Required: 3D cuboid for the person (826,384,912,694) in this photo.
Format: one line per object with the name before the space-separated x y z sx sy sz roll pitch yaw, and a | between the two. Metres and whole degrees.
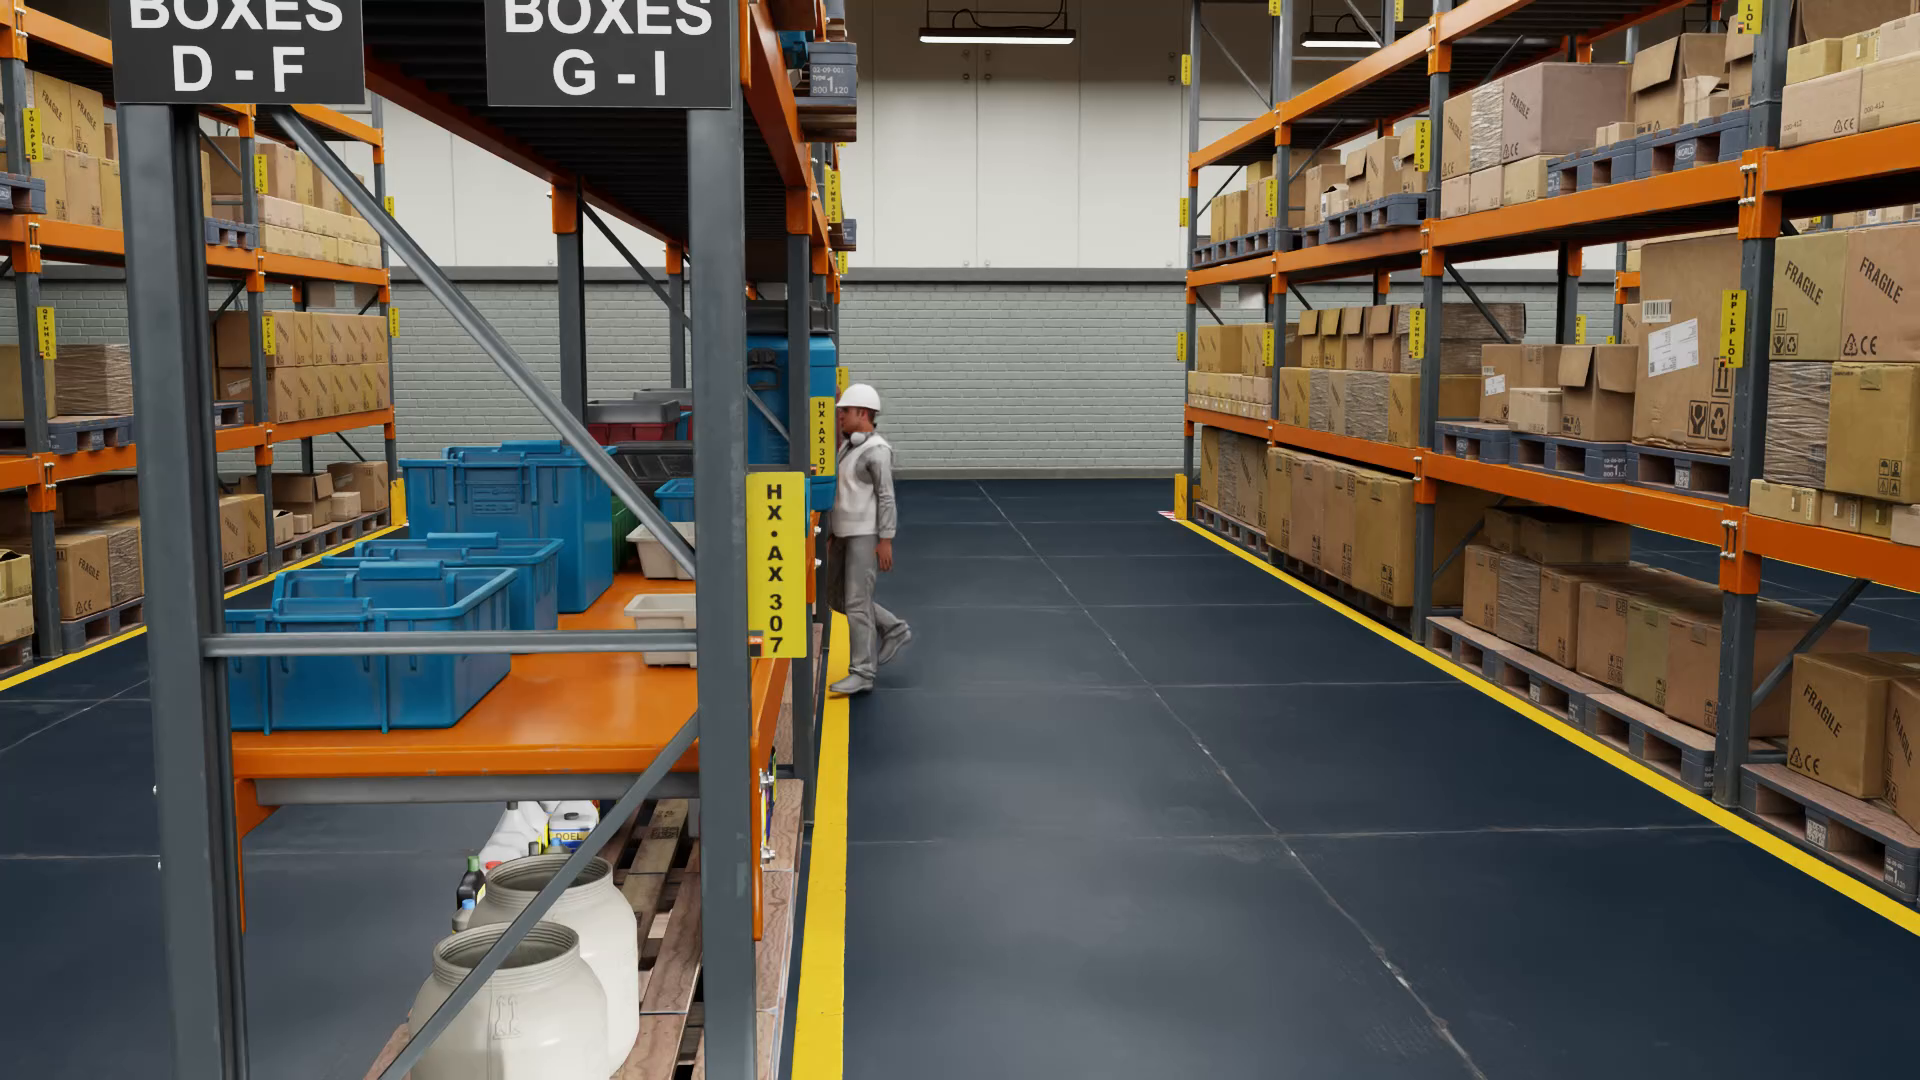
person | -0.540 -0.031 9.774 0.656 1.763 0.622 -3 7 -22
